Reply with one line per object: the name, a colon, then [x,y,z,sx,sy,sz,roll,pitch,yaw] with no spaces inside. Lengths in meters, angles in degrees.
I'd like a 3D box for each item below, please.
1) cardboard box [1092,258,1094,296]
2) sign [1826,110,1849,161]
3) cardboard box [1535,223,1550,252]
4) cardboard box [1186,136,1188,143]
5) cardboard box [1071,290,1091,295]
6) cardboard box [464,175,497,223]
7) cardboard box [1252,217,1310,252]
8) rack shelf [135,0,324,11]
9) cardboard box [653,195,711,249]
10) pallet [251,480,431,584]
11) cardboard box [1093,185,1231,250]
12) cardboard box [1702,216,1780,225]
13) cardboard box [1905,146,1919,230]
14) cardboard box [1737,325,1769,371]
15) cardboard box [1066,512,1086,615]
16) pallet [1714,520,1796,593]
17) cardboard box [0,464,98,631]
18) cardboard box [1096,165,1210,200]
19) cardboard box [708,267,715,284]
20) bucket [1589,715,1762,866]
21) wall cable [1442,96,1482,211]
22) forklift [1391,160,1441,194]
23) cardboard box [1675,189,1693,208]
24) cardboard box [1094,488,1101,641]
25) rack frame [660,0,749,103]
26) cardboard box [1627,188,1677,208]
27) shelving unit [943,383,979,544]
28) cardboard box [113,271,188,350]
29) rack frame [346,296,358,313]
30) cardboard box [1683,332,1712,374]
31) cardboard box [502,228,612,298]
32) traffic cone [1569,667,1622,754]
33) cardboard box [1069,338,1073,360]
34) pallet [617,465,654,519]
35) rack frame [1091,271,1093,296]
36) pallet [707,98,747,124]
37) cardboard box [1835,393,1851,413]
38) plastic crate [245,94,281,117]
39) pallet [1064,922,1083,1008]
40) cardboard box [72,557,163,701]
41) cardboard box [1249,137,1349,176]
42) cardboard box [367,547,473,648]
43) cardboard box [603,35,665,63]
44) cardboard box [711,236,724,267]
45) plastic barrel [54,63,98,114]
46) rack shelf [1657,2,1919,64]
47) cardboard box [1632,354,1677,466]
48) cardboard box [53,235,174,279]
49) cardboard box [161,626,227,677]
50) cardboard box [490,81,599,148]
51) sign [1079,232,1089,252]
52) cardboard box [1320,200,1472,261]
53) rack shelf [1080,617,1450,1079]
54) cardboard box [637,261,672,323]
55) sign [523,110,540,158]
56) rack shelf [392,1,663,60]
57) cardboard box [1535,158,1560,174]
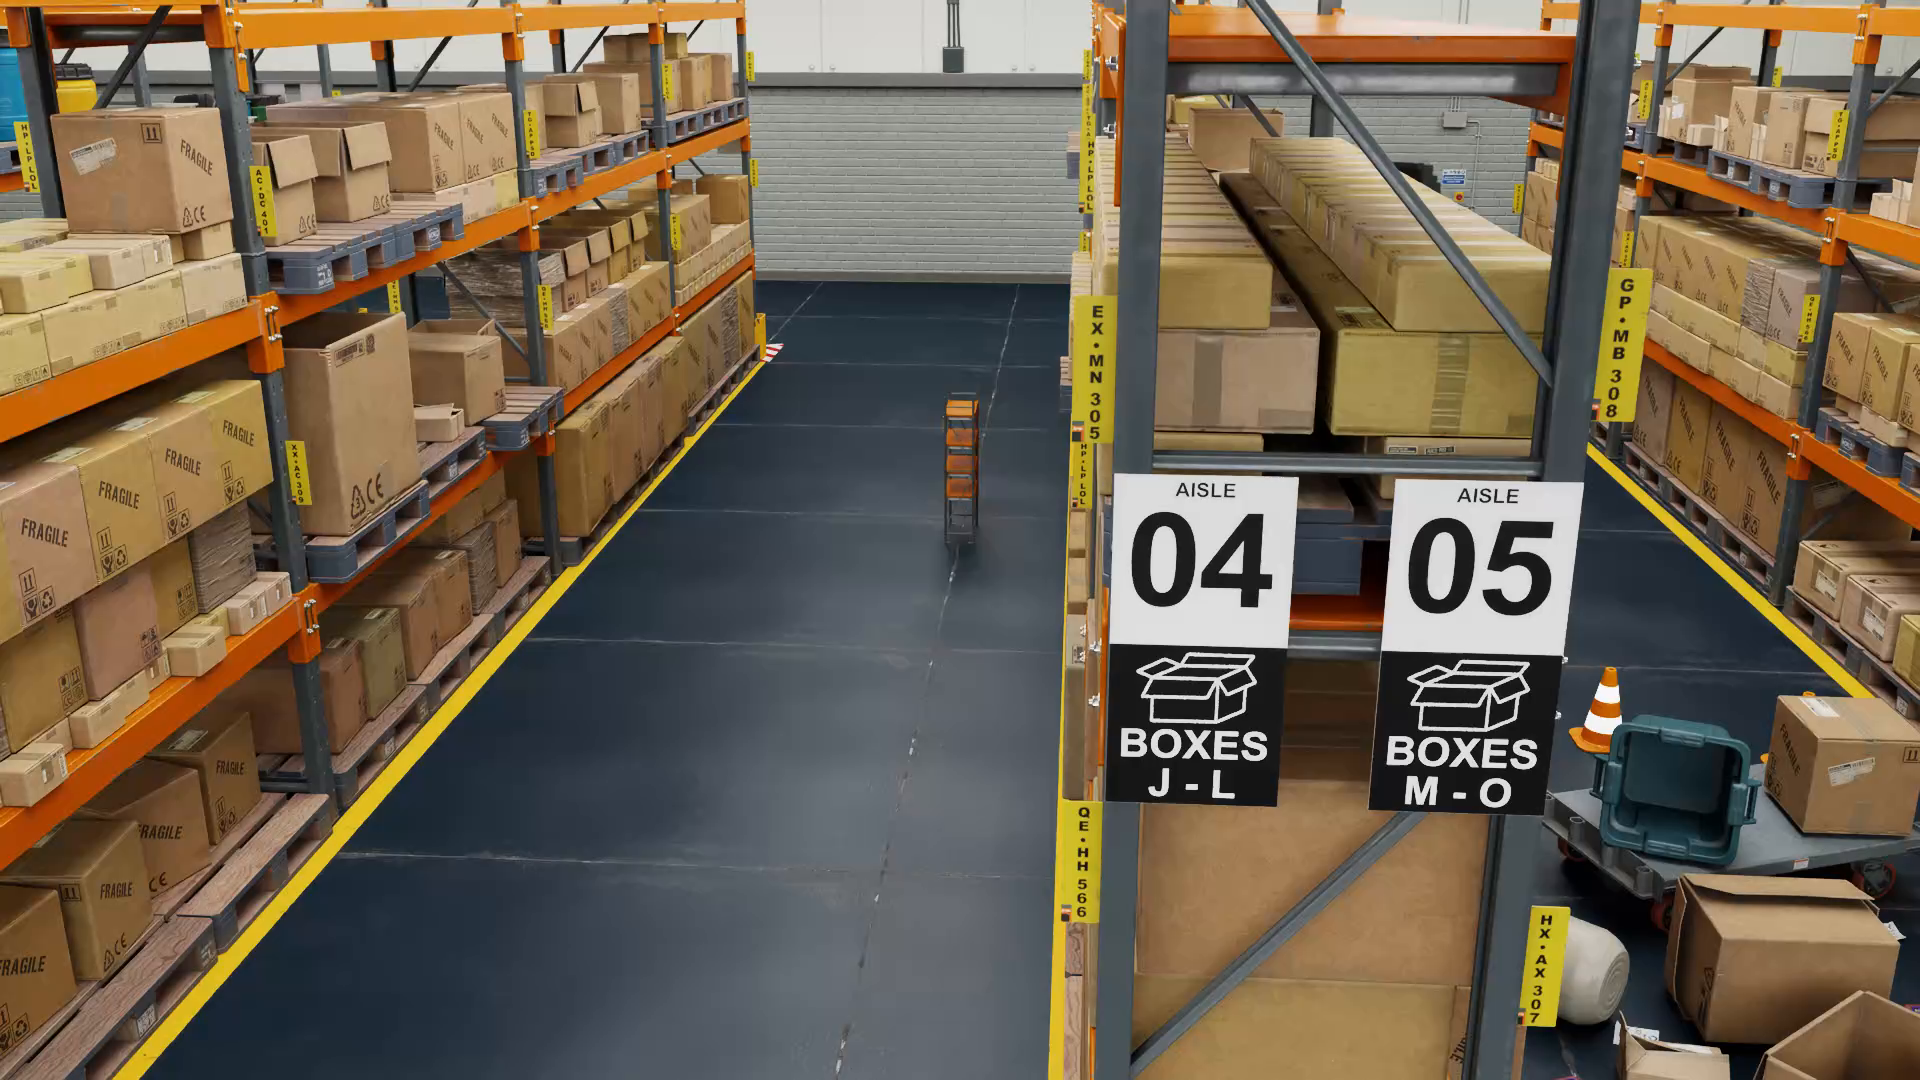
cardboard box: [0.703,-0.999,6.406,0.380,0.149,0.250,1,18,3]
sign: [5.801,-2.674,10.992,0.100,0.325,0.005,1,18,4]
cardboard box: [6.598,-3.182,18.156,0.500,0.500,0.500,1,18,3]
cardboard box: [1.634,-2.328,10.202,0.500,0.311,0.500,1,18,4]
cardboard box: [1.065,-1.872,13.092,0.380,0.149,0.250,1,18,4]
cardboard box: [-3.342,-2.218,10.799,0.500,0.250,0.500,1,18,4]
cardboard box: [1.234,-0.902,5.469,0.500,0.250,0.500,1,18,4]
rack shelf: [-8.040,-5.464,17.446,1.077,0.370,4.000,1,18,4]
cardboard box: [-2.879,-3.298,17.229,0.500,0.500,0.500,1,18,2]
pallet: [-3.617,-0.072,9.134,1.003,0.211,1.213,1,18,4]
cardboard box: [0.774,-1.227,6.462,0.500,0.250,0.500,1,18,3]
cardboard box: [6.859,-2.571,14.685,0.500,0.500,0.500,2,18,6]
cardboard box: [6.276,-2.129,10.126,0.700,0.500,0.500,1,18,4]
cardboard box: [6.168,-1.432,12.414,0.500,0.250,0.500,1,18,2]
cardboard box: [1.217,0.299,10.632,1.050,0.750,0.750,2,18,5]
pallet: [6.486,0.132,12.682,1.003,0.211,1.213,1,18,4]
cardboard box: [-3.686,0.018,6.305,0.500,0.500,0.500,1,18,4]
cardboard box: [0.668,-1.218,5.795,0.380,0.149,0.250,1,18,4]
cardboard box: [-2.798,-2.781,17.498,0.380,0.149,0.250,1,18,5]
bucket: [3.413,1.140,7.943,0.726,0.611,0.620,8,10,23]
wall cable: [7.309,-5.684,24.272,0.585,1.953,0.123,1,18,4]
forklift: [3.272,-1.415,13.034,1.130,2.935,3.031,1,18,3]
cardboard box: [6.925,-3.196,15.551,0.380,0.149,0.250,2,18,5]
cardboard box: [0.963,0.080,6.385,0.875,0.550,0.550,1,18,4]
rack frame: [-2.957,-6.507,18.830,1.000,3.000,0.127,1,18,4]
cardboard box: [6.473,-3.206,15.581,0.380,0.149,0.250,2,18,5]
shelving unit: [0.012,-0.622,13.393,0.258,1.200,0.503,1,18,4]
cardboard box: [-3.637,-0.974,7.002,0.500,0.250,0.500,2,18,5]
rack frame: [-7.897,-3.767,20.101,1.000,3.000,0.127,1,18,4]
cardboard box: [6.213,-1.516,13.473,0.500,0.250,0.500,1,18,3]
cardboard box: [-3.371,-2.333,13.955,0.797,0.503,0.637,2,18,6]
traffic cone: [3.783,0.969,9.723,0.336,0.463,0.334,1,18,4]
cardboard box: [0.991,-1.415,12.174,0.380,0.149,0.250,2,18,5]
pallet: [-3.309,-0.467,14.511,1.003,0.211,1.213,1,18,4]
rack frame: [1.410,-1.029,11.747,1.000,3.000,0.127,1,18,4]
pallet: [-3.000,-4.809,18.607,1.003,0.211,1.213,1,18,4]
cardboard box: [6.145,-0.934,11.184,0.380,0.149,0.250,0,18,1]
plastic crate: [-8.203,-5.017,19.308,0.497,0.269,0.590,1,18,4]
pallet: [0.990,1.772,7.675,1.003,0.211,1.213,1,18,4]
cardboard box: [-3.917,0.332,6.953,0.875,0.500,0.500,1,18,4]
cardboard box: [1.415,-1.598,6.954,0.380,0.149,0.250,1,18,3]
cardboard box: [-3.619,0.365,10.801,0.700,0.500,0.500,3,18,9]
cardboard box: [-3.170,-4.782,16.183,0.500,0.250,0.500,0,18,0]
cardboard box: [-2.833,-3.092,17.806,0.500,0.250,0.500,1,18,4]
plastic barrel: [-8.047,-3.951,14.869,0.600,0.588,0.600,0,18,0]
rack shelf: [6.497,-3.890,12.642,1.077,0.370,4.000,1,18,4]
cardboard box: [6.676,-1.188,14.970,0.875,0.875,0.875,2,18,6]
cardboard box: [-3.594,-1.205,7.065,0.380,0.149,0.250,0,18,1]
cardboard box: [-3.551,0.497,7.491,0.380,0.149,0.250,1,18,4]
cardboard box: [-3.405,-3.481,13.570,0.797,0.503,0.637,1,18,3]
sign: [1.155,-2.693,15.434,0.100,0.325,0.005,1,18,4]
cardboard box: [1.251,-0.889,4.790,0.380,0.149,0.250,1,18,3]
rack shelf: [0.979,1.176,6.172,1.077,0.370,4.000,1,18,4]
cardboard box: [-3.005,-2.310,15.495,0.500,0.500,0.500,1,18,4]
sign: [-2.989,-2.830,11.595,0.100,0.325,0.005,1,18,4]
rack shelf: [-3.387,-4.112,13.317,1.077,0.370,4.000,1,18,4]
cardboard box: [6.626,-4.162,18.499,0.380,0.149,0.250,2,18,5]
